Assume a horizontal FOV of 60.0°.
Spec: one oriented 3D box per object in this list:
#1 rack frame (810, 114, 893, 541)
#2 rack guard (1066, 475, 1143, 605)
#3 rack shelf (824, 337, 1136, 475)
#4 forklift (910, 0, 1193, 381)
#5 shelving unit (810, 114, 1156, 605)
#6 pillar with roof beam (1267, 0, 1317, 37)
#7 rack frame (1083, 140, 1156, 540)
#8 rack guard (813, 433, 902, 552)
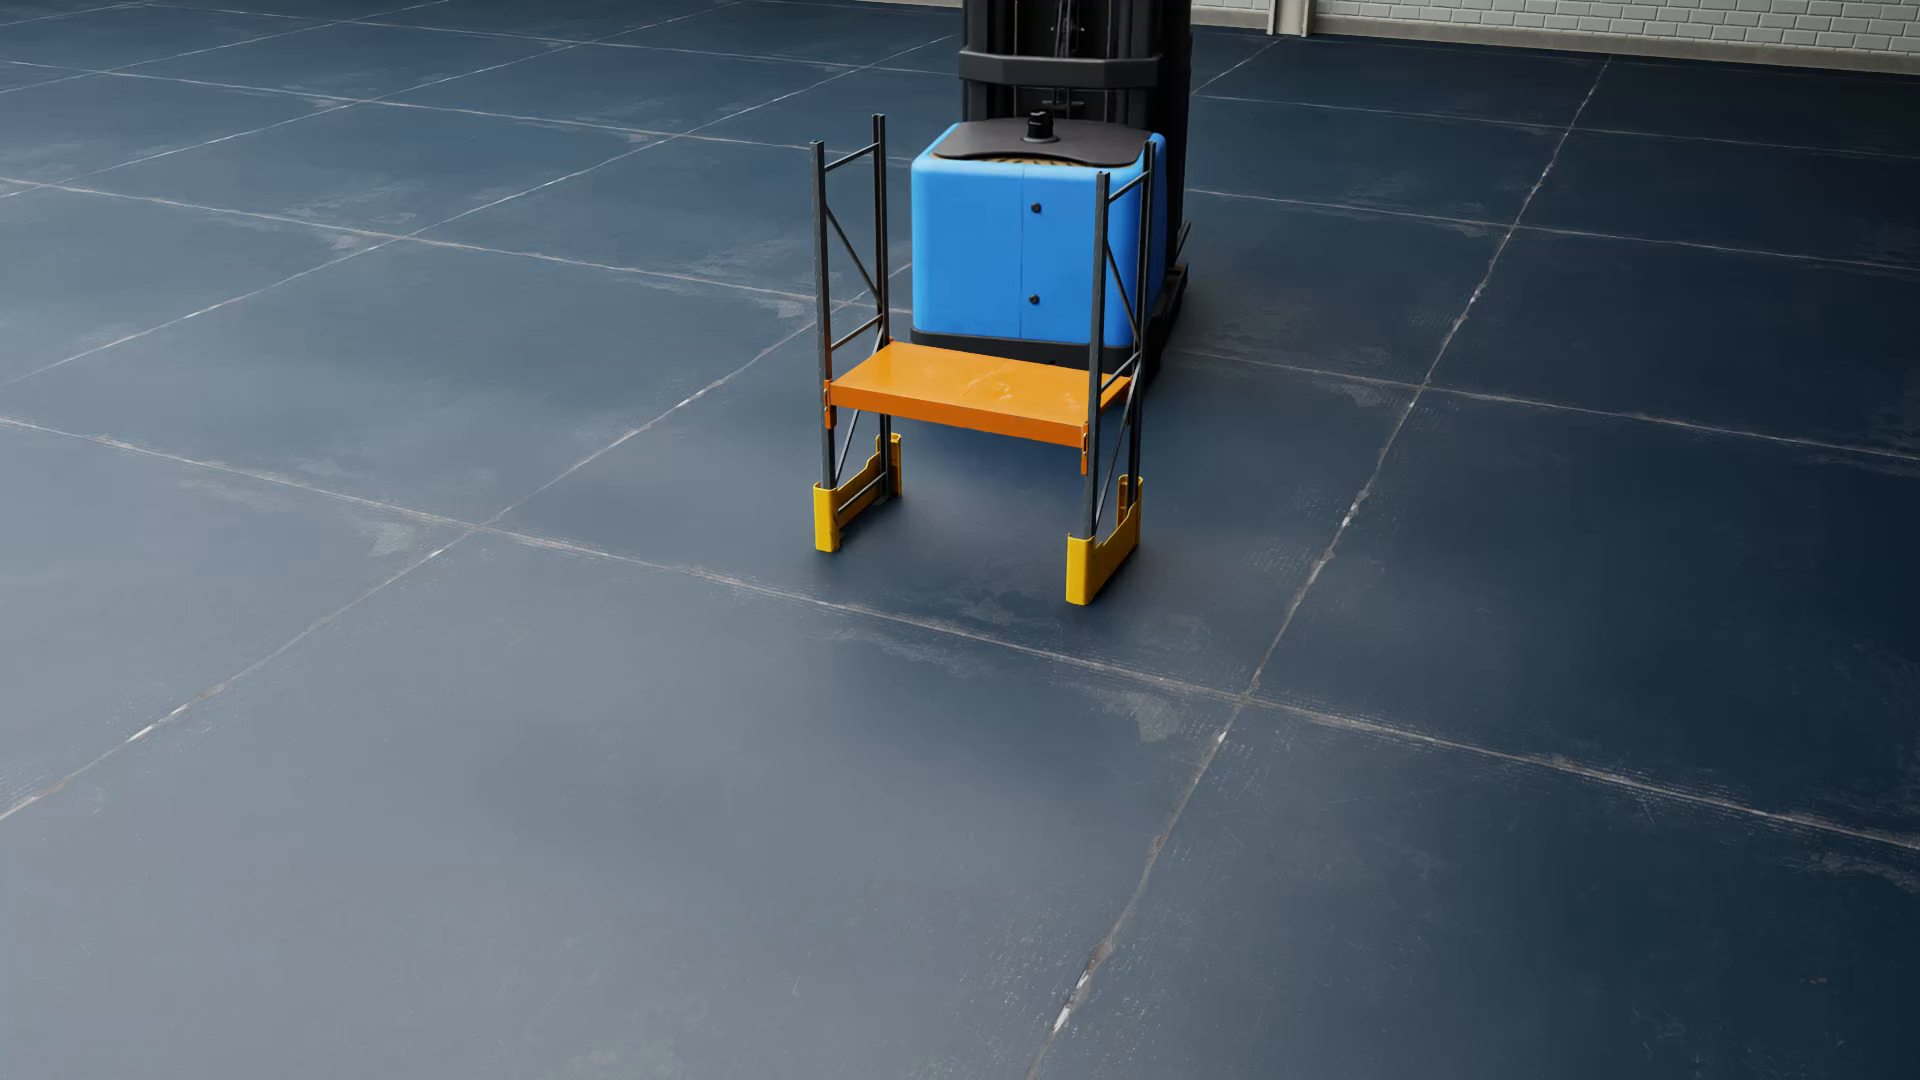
[{"bbox_3d":[-0.385,-0.750,6.076,0.032,1.500,0.500,11,28,22],"label":"rack frame"},{"bbox_3d":[0.523,-0.007,5.982,0.087,0.250,0.587,11,28,22],"label":"rack guard"},{"bbox_3d":[0.078,-0.496,5.966,1.000,0.185,0.538,11,28,22],"label":"rack shelf"},{"bbox_3d":[0.607,-2.570,8.152,1.130,2.935,3.031,6,27,12],"label":"forklift"},{"bbox_3d":[0.069,-0.659,5.890,1.083,1.500,0.587,11,28,22],"label":"shelving unit"},{"bbox_3d":[1.481,-7.310,10.910,0.400,9.000,9.100,11,28,22],"label":"pillar with roof beam"},{"bbox_3d":[0.540,-0.564,5.698,0.032,1.500,0.500,11,28,22],"label":"rack frame"},{"bbox_3d":[-0.384,-0.189,6.351,0.087,0.250,0.587,11,28,22],"label":"rack guard"}]
